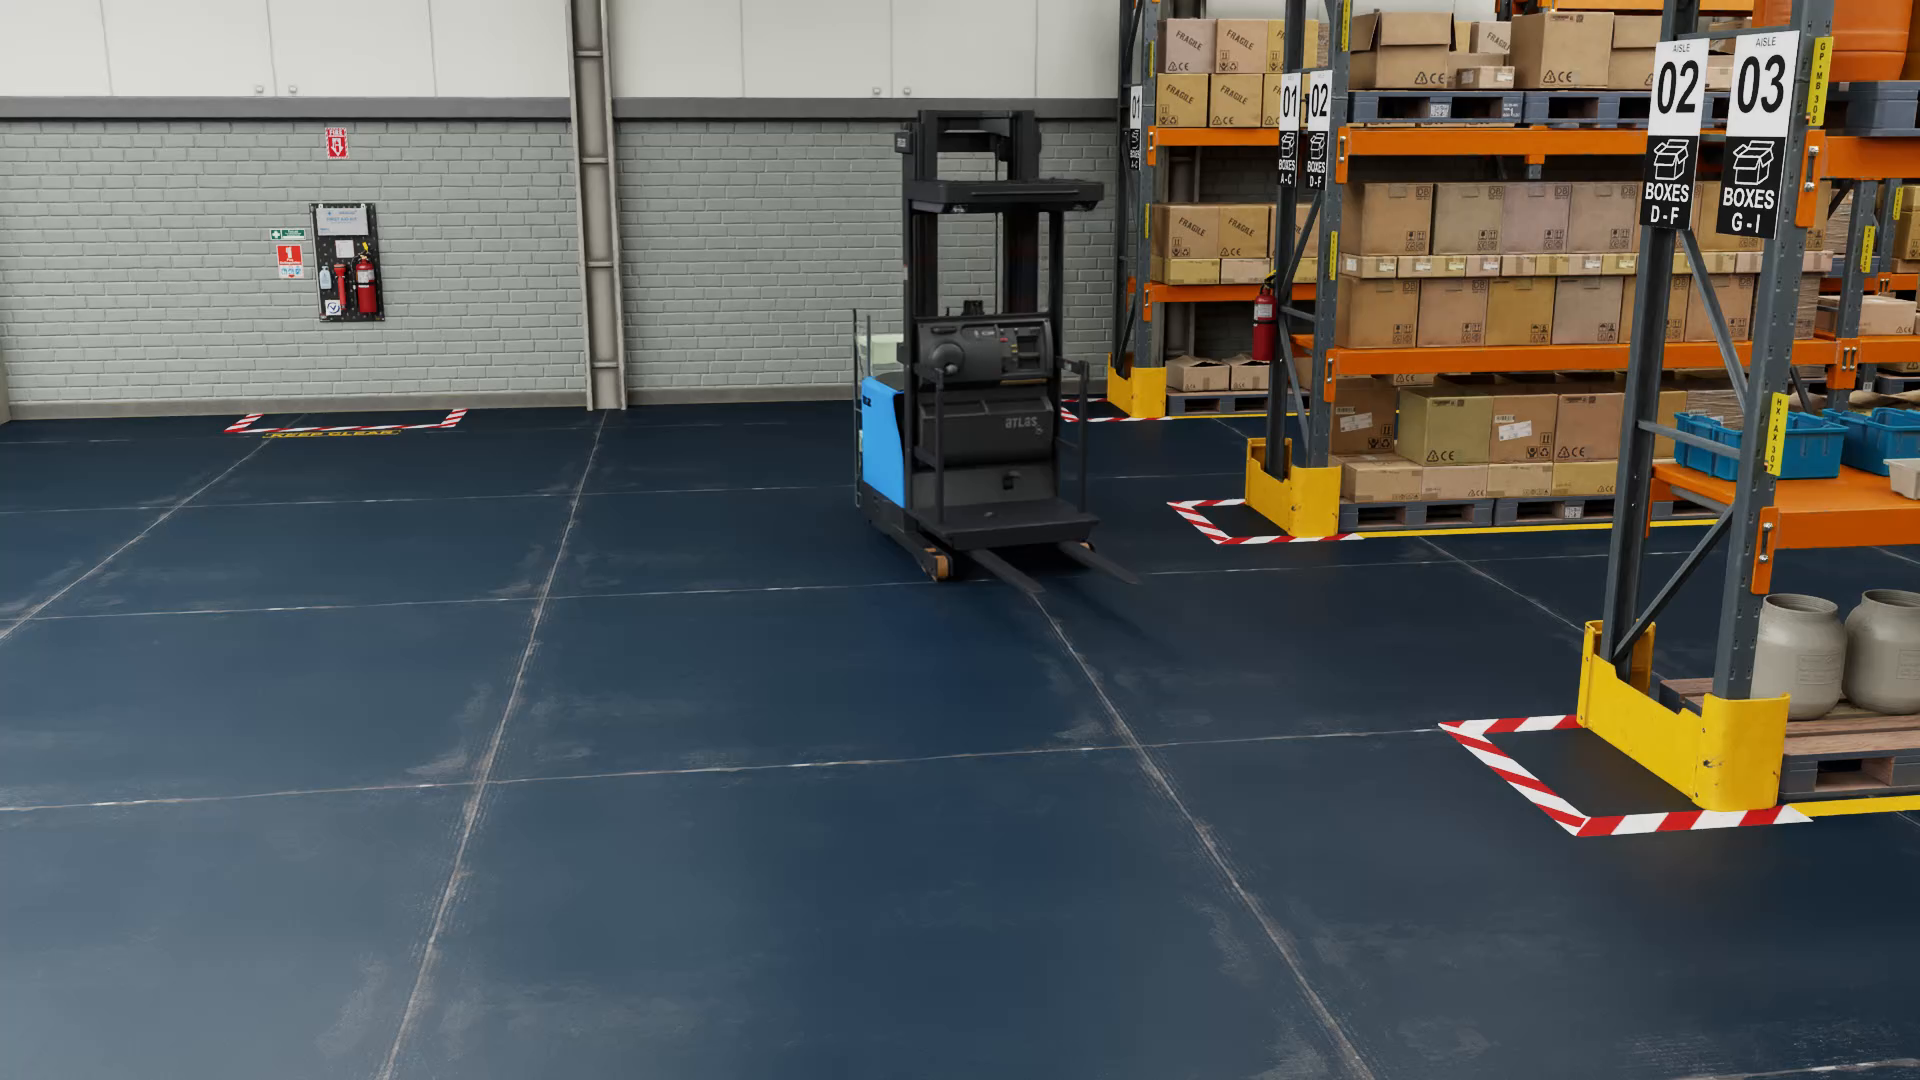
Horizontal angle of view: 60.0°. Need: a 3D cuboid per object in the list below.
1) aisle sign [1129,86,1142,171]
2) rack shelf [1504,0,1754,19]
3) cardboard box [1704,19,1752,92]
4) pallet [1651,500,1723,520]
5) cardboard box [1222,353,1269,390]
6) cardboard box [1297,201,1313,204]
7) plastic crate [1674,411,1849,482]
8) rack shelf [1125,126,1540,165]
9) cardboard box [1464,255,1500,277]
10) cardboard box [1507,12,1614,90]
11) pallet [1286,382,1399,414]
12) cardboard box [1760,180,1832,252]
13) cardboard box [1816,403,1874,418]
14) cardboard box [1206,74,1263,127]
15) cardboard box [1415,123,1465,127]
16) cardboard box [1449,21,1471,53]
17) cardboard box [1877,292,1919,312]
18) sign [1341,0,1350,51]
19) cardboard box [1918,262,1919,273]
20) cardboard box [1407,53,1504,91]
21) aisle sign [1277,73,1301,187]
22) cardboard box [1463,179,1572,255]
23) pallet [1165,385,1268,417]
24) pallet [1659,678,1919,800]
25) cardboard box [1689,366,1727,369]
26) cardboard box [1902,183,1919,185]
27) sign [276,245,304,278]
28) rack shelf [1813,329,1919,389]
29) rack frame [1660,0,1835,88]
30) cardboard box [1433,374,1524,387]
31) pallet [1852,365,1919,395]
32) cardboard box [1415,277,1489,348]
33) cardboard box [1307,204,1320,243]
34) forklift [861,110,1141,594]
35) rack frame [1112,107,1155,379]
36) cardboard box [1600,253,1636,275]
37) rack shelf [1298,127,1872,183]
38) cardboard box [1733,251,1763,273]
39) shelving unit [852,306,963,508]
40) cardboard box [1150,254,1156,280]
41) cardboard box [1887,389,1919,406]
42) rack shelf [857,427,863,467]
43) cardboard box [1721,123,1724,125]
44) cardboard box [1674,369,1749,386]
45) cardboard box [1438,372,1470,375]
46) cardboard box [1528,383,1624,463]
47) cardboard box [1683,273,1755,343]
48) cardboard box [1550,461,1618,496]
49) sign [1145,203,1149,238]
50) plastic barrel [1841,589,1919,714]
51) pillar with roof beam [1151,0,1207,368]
[{"bbox_3d":[1.704,-3.994,16.138,0.004,0.787,0.394,-2,14,-8],"label":"aisle sign"},{"bbox_3d":[7.663,-5.392,17.026,4.000,0.370,1.077,-2,14,-8],"label":"rack shelf"},{"bbox_3d":[5.890,-3.582,12.314,0.500,0.500,0.500,-1,14,-4],"label":"cardboard box"},{"bbox_3d":[5.635,-0.390,12.844,1.213,0.211,1.003,-2,14,-8],"label":"pallet"},{"bbox_3d":[2.991,-1.741,17.122,0.500,0.311,0.500,-1,14,-4],"label":"cardboard box"},{"bbox_3d":[3.672,-3.231,17.164,0.500,0.500,0.500,-2,14,-8],"label":"cardboard box"},{"bbox_3d":[3.656,-0.443,7.627,0.616,0.251,0.499,-2,14,-8],"label":"plastic crate"},{"bbox_3d":[3.708,-3.986,16.764,4.000,0.370,1.077,-2,14,-8],"label":"rack shelf"},{"bbox_3d":[3.649,-1.970,11.870,0.250,0.149,0.380,-2,14,-9],"label":"cardboard box"},{"bbox_3d":[4.155,-3.386,11.534,0.500,0.500,0.500,-2,14,-8],"label":"cardboard box"},{"bbox_3d":[3.818,-1.523,17.359,1.213,0.211,1.003,-2,14,-8],"label":"pallet"},{"bbox_3d":[5.989,-2.422,12.339,0.500,0.500,0.700,-2,14,-8],"label":"cardboard box"},{"bbox_3d":[6.873,-0.859,12.615,0.500,0.311,0.500,-2,14,-8],"label":"cardboard box"},{"bbox_3d":[2.634,-4.284,16.225,0.500,0.500,0.500,-1,14,-5],"label":"cardboard box"},{"bbox_3d":[4.721,-4.373,16.580,0.500,0.500,0.500,-3,14,-13],"label":"cardboard box"},{"bbox_3d":[4.687,-4.845,16.407,0.500,0.500,0.500,-1,14,-5],"label":"cardboard box"},{"bbox_3d":[7.269,-1.772,12.899,0.258,0.266,0.396,-2,14,-10],"label":"cardboard box"},{"bbox_3d":[2.549,-3.400,10.987,0.005,0.325,0.100,-2,14,-8],"label":"sign"},{"bbox_3d":[10.251,-2.949,17.790,0.250,0.149,0.380,-2,14,-8],"label":"cardboard box"},{"bbox_3d":[3.571,-3.376,12.006,0.500,0.250,0.500,-2,14,-8],"label":"cardboard box"},{"bbox_3d":[2.363,-2.946,11.957,0.004,0.787,0.394,-2,14,-8],"label":"aisle sign"},{"bbox_3d":[4.005,-2.349,12.049,0.500,0.500,0.700,-2,14,-8],"label":"cardboard box"},{"bbox_3d":[2.614,-1.479,17.186,1.213,0.211,1.003,-2,14,-8],"label":"pallet"},{"bbox_3d":[4.078,0.885,7.758,1.213,0.211,1.003,-2,14,-8],"label":"pallet"},{"bbox_3d":[7.923,-2.045,17.943,0.500,0.500,0.700,-2,14,-9],"label":"cardboard box"},{"bbox_3d":[10.563,-3.761,18.152,0.500,0.250,0.500,-3,14,-10],"label":"cardboard box"},{"bbox_3d":[-6.651,-2.766,16.510,0.234,0.329,0.001,-2,14,-8],"label":"sign"},{"bbox_3d":[8.405,-1.485,12.956,4.000,0.370,1.077,-2,14,-8],"label":"rack shelf"},{"bbox_3d":[3.206,-3.335,6.520,0.127,3.000,1.000,-2,14,-8],"label":"rack frame"},{"bbox_3d":[3.944,-0.981,12.715,0.500,0.500,0.500,-2,14,-8],"label":"cardboard box"},{"bbox_3d":[10.432,-1.756,18.289,1.213,0.211,1.003,-2,14,-8],"label":"pallet"},{"bbox_3d":[3.454,-1.699,12.125,0.500,0.500,0.700,-2,14,-7],"label":"cardboard box"},{"bbox_3d":[3.758,-3.108,16.674,0.500,0.500,0.500,-2,14,-7],"label":"cardboard box"},{"bbox_3d":[0.244,-1.274,10.775,1.130,2.935,3.031,-5,15,-19],"label":"forklift"},{"bbox_3d":[1.730,-2.808,16.752,0.127,3.000,1.000,-2,14,-8],"label":"rack frame"},{"bbox_3d":[4.672,-2.007,12.020,0.250,0.149,0.380,-2,14,-6],"label":"cardboard box"},{"bbox_3d":[4.450,-2.795,12.013,4.000,0.370,1.077,-2,14,-8],"label":"rack shelf"},{"bbox_3d":[5.687,-2.045,12.170,0.250,0.149,0.380,-3,14,-10],"label":"cardboard box"},{"bbox_3d":[-0.382,-0.980,12.546,0.755,1.500,0.431,-5,15,-19],"label":"shelving unit"},{"bbox_3d":[2.164,-2.809,17.021,0.500,0.250,0.500,-2,14,-7],"label":"cardboard box"},{"bbox_3d":[7.792,-1.025,13.279,0.500,0.311,0.500,-2,14,-8],"label":"cardboard box"},{"bbox_3d":[-0.382,-0.664,12.625,0.720,0.370,0.431,-5,15,-19],"label":"rack shelf"},{"bbox_3d":[8.345,-4.588,17.430,0.637,0.503,0.797,0,14,0],"label":"cardboard box"},{"bbox_3d":[5.922,-1.054,13.005,0.500,0.500,0.500,-2,14,-8],"label":"cardboard box"},{"bbox_3d":[5.161,-1.765,17.515,0.250,0.166,0.380,-4,15,-16],"label":"cardboard box"},{"bbox_3d":[4.519,-0.870,12.272,0.500,0.500,0.500,-2,14,-8],"label":"cardboard box"},{"bbox_3d":[5.469,-1.772,12.415,0.500,0.500,0.700,-2,14,-9],"label":"cardboard box"},{"bbox_3d":[4.519,-0.506,12.364,0.500,0.250,0.500,-2,14,-8],"label":"cardboard box"},{"bbox_3d":[1.811,-3.097,16.126,0.005,0.325,0.100,-2,14,-8],"label":"sign"},{"bbox_3d":[4.341,0.518,7.742,0.421,0.512,0.421,0,14,0],"label":"plastic barrel"},{"bbox_3d":[2.935,-4.916,12.824,0.400,9.000,9.100,-2,14,-8],"label":"pillar with roof beam"}]
